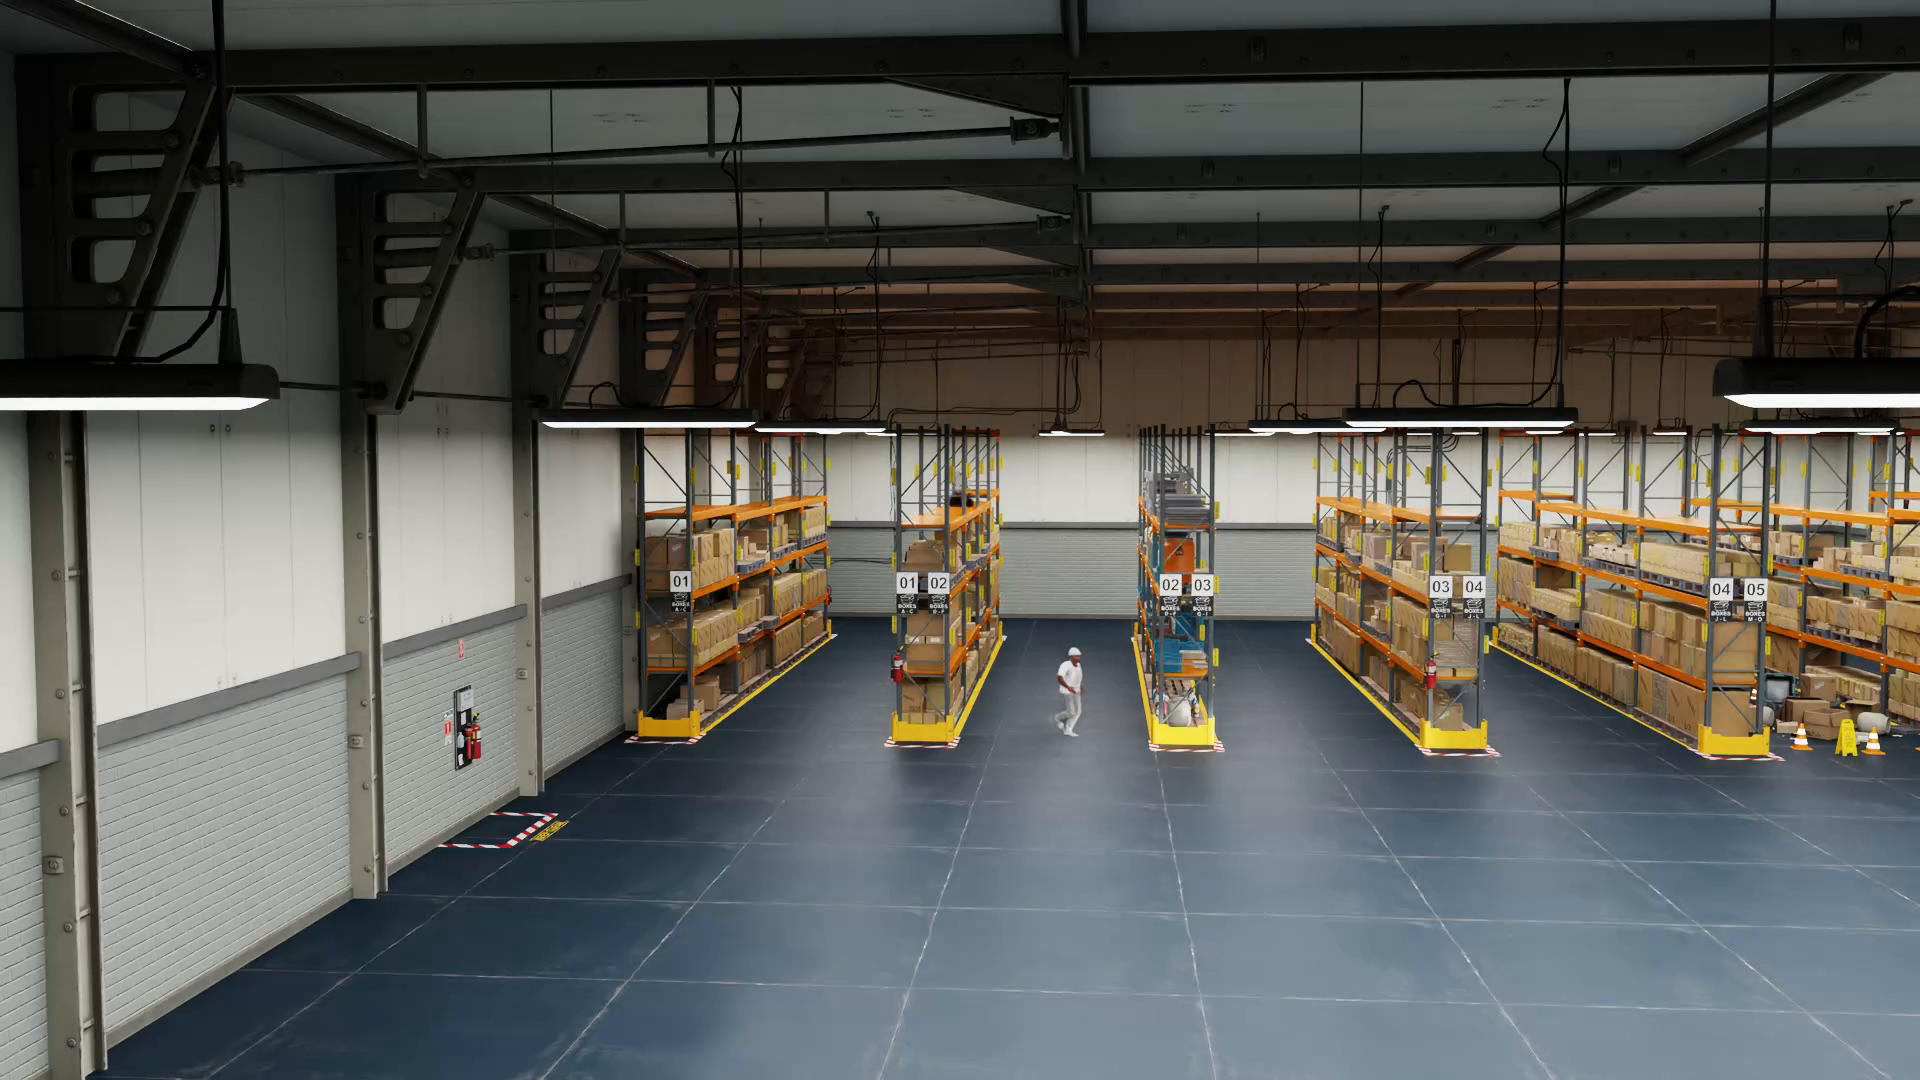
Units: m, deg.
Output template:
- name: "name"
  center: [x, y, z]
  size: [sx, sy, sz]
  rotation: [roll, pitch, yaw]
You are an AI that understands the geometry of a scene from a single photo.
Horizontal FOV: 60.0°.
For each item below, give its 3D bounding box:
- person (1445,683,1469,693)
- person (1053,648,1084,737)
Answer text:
- name: "person"
  center: [11.335, 2.594, 37.451]
  size: [0.710, 1.689, 0.682]
  rotation: [0, 3, 6]
- name: "person"
  center: [2.063, 2.921, 32.084]
  size: [0.688, 1.714, 0.669]
  rotation: [-3, 5, -45]
